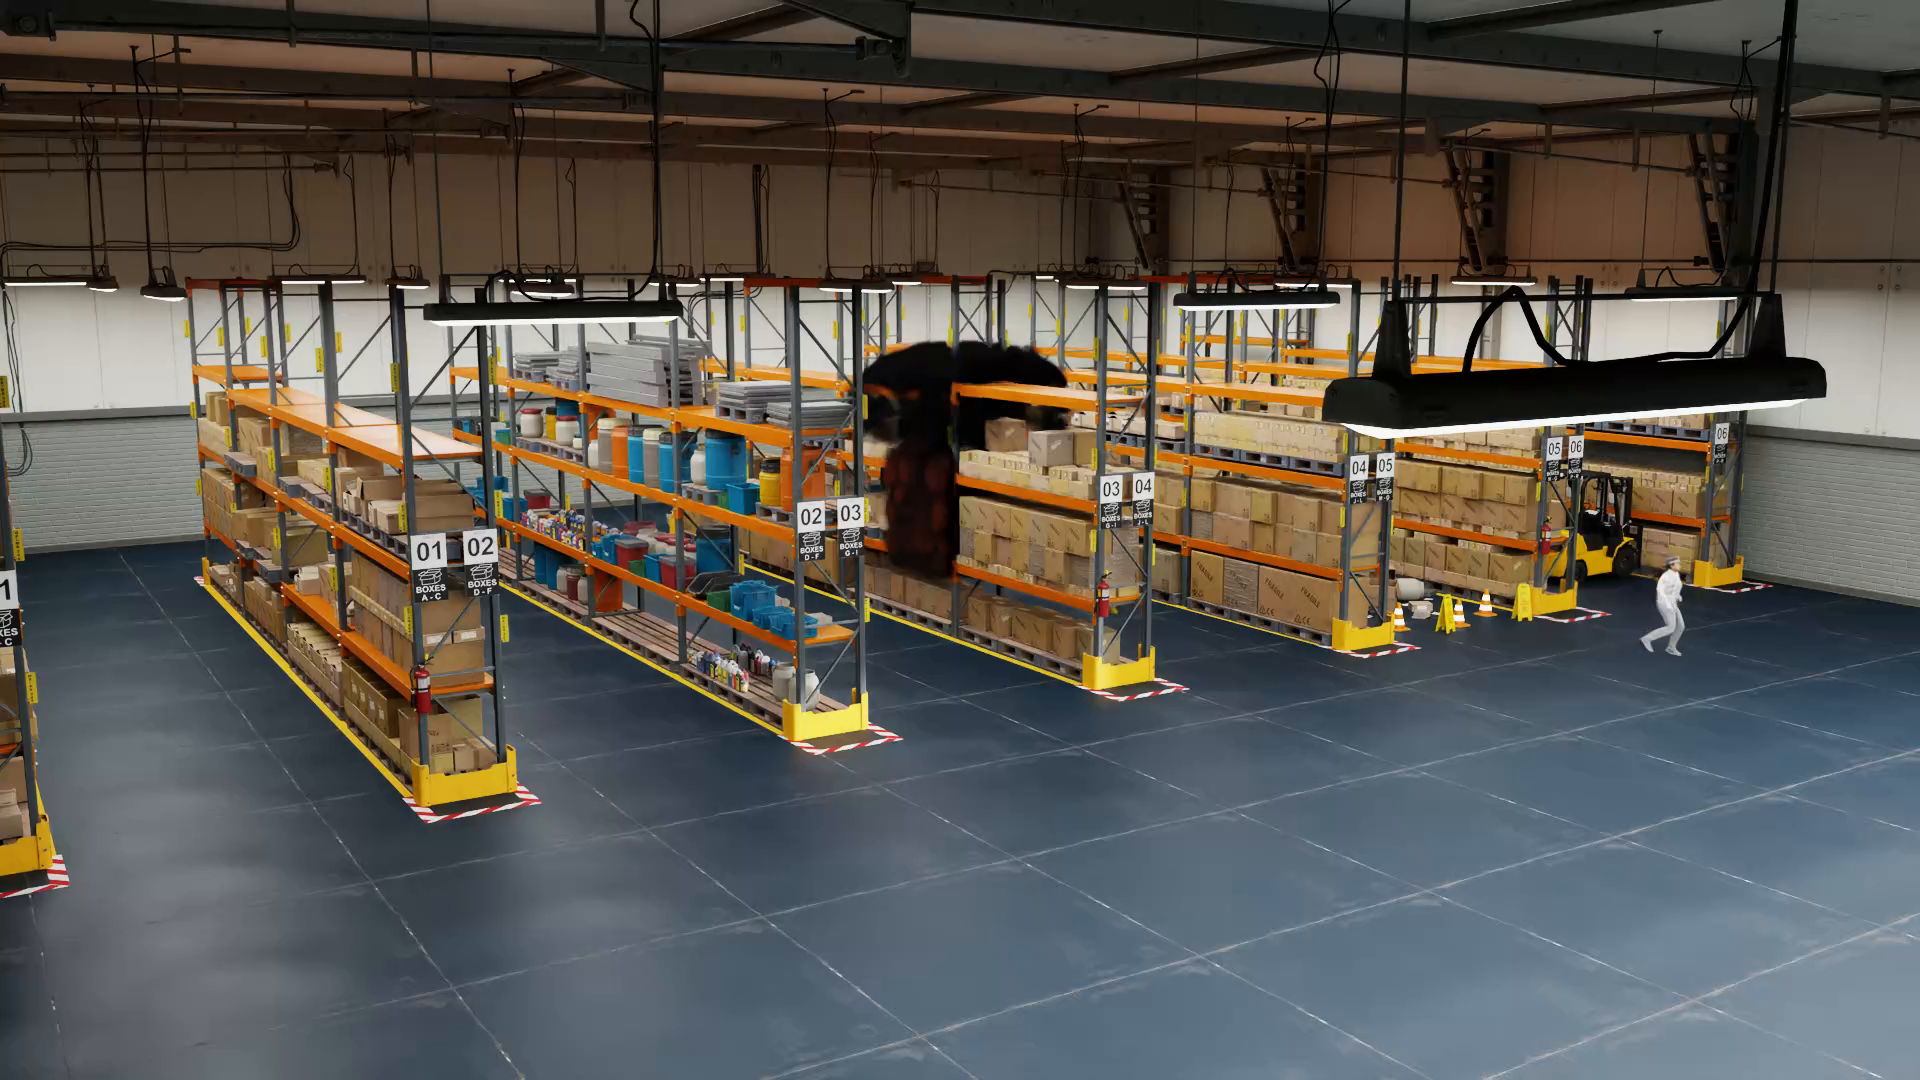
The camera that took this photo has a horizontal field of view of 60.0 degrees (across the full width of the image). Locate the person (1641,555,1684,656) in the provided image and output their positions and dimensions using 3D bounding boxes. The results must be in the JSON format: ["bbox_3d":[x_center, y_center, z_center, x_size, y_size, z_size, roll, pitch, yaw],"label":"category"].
[{"bbox_3d":[11.409,1.070,26.879,0.591,1.682,0.792,6,11,32],"label":"person"}]

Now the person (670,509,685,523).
[{"bbox_3d":[-6.547,-1.073,39.222,0.583,1.745,0.746,-4,10,-24],"label":"person"}]

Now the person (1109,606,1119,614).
[{"bbox_3d":[2.798,0.485,30.173,0.696,1.691,0.819,-6,11,-33],"label":"person"}]
